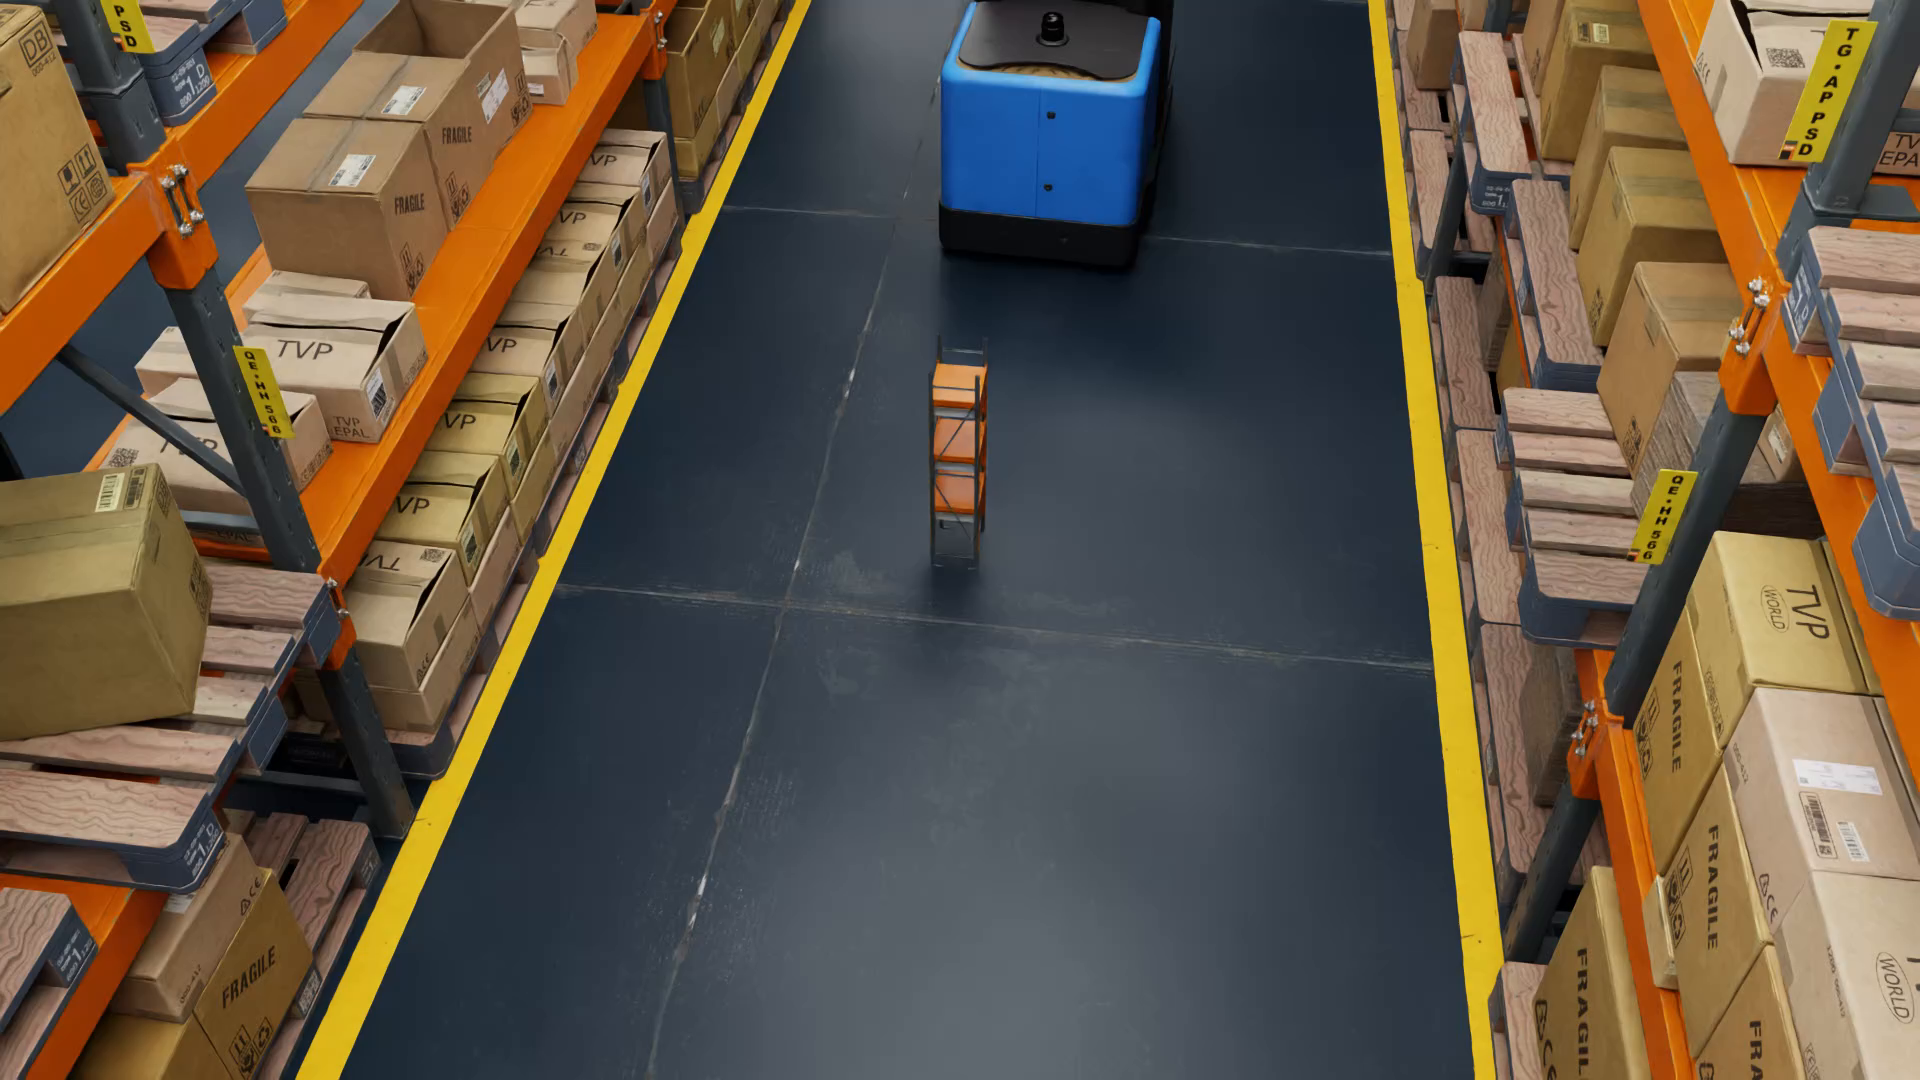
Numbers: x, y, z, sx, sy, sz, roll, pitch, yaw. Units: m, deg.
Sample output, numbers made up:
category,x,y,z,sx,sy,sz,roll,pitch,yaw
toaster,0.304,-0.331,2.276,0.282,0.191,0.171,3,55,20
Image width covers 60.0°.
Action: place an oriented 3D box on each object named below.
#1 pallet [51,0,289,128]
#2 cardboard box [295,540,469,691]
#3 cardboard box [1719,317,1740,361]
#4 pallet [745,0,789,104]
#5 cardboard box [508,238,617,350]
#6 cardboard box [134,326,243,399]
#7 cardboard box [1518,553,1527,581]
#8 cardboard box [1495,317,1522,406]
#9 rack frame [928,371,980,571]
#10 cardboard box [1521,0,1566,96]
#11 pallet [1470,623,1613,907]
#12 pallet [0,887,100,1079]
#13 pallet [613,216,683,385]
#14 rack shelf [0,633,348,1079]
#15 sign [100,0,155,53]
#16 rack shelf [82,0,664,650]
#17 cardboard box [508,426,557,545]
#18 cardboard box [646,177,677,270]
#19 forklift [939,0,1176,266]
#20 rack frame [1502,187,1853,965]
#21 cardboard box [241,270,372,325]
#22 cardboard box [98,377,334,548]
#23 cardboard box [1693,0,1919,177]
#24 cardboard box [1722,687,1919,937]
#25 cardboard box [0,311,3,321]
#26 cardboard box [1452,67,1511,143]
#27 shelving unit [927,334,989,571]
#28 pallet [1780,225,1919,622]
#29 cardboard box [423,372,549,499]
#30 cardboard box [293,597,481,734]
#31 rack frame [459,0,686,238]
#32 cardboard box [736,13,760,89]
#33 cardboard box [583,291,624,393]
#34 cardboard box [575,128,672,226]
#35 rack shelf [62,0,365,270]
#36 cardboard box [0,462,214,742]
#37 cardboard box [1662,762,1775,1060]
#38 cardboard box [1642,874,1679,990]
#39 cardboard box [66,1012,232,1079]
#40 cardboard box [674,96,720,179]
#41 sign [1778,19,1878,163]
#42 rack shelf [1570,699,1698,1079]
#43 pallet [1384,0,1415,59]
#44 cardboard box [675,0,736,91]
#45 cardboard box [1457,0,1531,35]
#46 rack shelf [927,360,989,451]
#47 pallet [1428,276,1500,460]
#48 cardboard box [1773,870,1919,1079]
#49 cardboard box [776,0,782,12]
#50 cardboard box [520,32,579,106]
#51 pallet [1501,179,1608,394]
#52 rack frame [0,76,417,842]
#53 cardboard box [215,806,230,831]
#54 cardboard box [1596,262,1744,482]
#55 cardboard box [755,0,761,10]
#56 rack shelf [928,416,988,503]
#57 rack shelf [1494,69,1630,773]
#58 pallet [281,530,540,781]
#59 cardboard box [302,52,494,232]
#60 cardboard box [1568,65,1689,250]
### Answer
category,x,y,z,sx,sy,sz,roll,pitch,yaw
pallet,-2.526,-1.562,4.696,1.213,0.211,1.003,7,44,7
cardboard box,-2.167,0.242,6.122,0.500,0.311,0.500,7,44,7
cardboard box,2.427,-0.513,4.768,0.380,0.149,0.250,-1,43,-2
pallet,-1.693,-3.156,10.452,1.003,0.211,1.213,5,44,6
cardboard box,-1.899,-1.157,7.599,0.500,0.311,0.500,5,44,5
cardboard box,-2.682,-0.617,5.925,0.380,0.149,0.250,5,44,6
cardboard box,2.648,-0.052,6.644,0.700,0.500,0.500,5,44,5
cardboard box,2.813,-0.741,7.371,0.700,0.500,0.500,4,44,5
rack frame,-0.023,-0.262,6.785,0.200,1.050,0.008,5,44,6
cardboard box,2.811,-2.201,7.023,0.700,0.500,0.500,5,44,6
pallet,2.488,0.857,6.213,1.003,0.211,1.213,5,44,6
pallet,-2.780,1.325,3.831,1.003,0.211,1.213,5,44,6
pallet,-2.057,-1.278,8.469,1.003,0.211,1.213,5,44,6
rack shelf,-2.792,1.554,3.973,1.077,0.370,4.000,5,44,6
sign,-1.990,-1.297,3.902,0.100,0.325,0.005,5,44,6
rack shelf,-2.263,-1.172,6.852,1.077,0.370,4.000,5,44,6
cardboard box,-2.038,-0.252,7.051,0.500,0.250,0.500,4,44,4
cardboard box,-1.766,-1.642,8.519,0.500,0.250,0.500,5,44,5
forklift,0.666,-3.518,8.856,1.130,2.935,3.031,7,44,8
rack frame,2.384,0.377,4.692,1.000,3.000,0.127,5,44,6
cardboard box,-2.414,-0.854,6.175,0.380,0.149,0.250,8,44,9
cardboard box,-2.436,-0.282,5.453,0.500,0.311,0.500,8,44,8
cardboard box,2.211,-1.202,4.229,0.500,0.311,0.500,5,44,6
cardboard box,1.998,0.606,3.602,0.500,0.250,0.500,5,44,5
cardboard box,-2.619,-0.548,3.415,0.910,0.500,0.500,5,44,6
cardboard box,3.010,-2.312,9.030,0.500,0.500,0.500,2,43,2
shelving unit,-0.007,-0.345,6.873,0.215,1.050,0.252,5,44,6
pallet,2.351,-0.200,3.257,1.213,0.211,1.003,7,44,7
cardboard box,-2.036,-0.465,6.868,0.500,0.311,0.500,4,44,4
cardboard box,-2.167,0.445,6.315,0.500,0.250,0.500,5,44,5
rack frame,-1.998,-2.797,8.044,1.000,3.000,0.127,5,44,6
cardboard box,-1.494,-2.920,9.869,0.500,0.250,0.500,5,44,6
cardboard box,-1.902,-0.948,7.787,0.500,0.250,0.500,6,44,6
cardboard box,-1.768,-1.852,8.333,0.500,0.311,0.500,5,44,6
rack shelf,-2.263,-2.262,5.821,1.077,0.370,4.000,5,44,6
cardboard box,-2.499,0.180,4.522,0.700,0.500,0.500,-8,44,-9
cardboard box,1.987,0.889,3.848,0.500,0.500,0.500,7,44,7
cardboard box,1.950,1.009,4.193,0.380,0.149,0.250,6,44,7
cardboard box,-2.487,1.689,4.805,0.500,0.500,0.500,4,44,4
cardboard box,-1.636,-2.239,9.150,0.500,0.250,0.500,5,44,6
sign,1.846,-0.950,3.537,0.100,0.325,0.005,5,44,6
rack shelf,2.119,2.001,3.500,1.077,0.370,4.000,5,44,6
pallet,3.289,-3.460,10.773,1.003,0.211,1.213,5,44,6
cardboard box,-1.568,-2.852,9.252,0.500,0.500,0.500,5,44,6
cardboard box,2.675,-2.652,7.986,0.500,0.250,0.500,5,44,6
rack shelf,-0.007,-0.543,6.685,0.215,0.259,0.240,5,44,6
pallet,2.811,-0.806,7.969,1.003,0.211,1.213,5,44,6
cardboard box,1.935,0.947,3.242,0.500,0.250,0.500,6,44,6
cardboard box,-1.366,-3.602,10.589,0.500,0.250,0.500,5,44,6
cardboard box,-1.933,-2.132,7.440,0.396,0.266,0.258,4,44,4
pallet,2.605,-0.906,6.187,1.003,0.211,1.213,5,44,6
rack frame,-2.527,-0.071,5.165,1.000,3.000,0.127,5,44,6
cardboard box,-2.871,0.962,5.573,0.500,0.500,0.500,7,44,7
cardboard box,2.483,-0.523,5.251,0.700,0.500,0.500,1,43,2
cardboard box,-1.430,-3.533,9.971,0.500,0.500,0.500,5,44,6
rack shelf,-0.007,-0.337,6.880,0.215,0.259,0.240,5,44,6
rack shelf,2.648,-0.725,6.379,1.077,0.370,4.000,5,44,6
pallet,-2.380,0.384,6.713,1.003,0.211,1.213,5,44,6
cardboard box,-2.252,-1.611,6.719,0.500,0.500,0.500,5,44,6
cardboard box,2.674,-1.369,6.144,0.700,0.500,0.500,11,45,11
